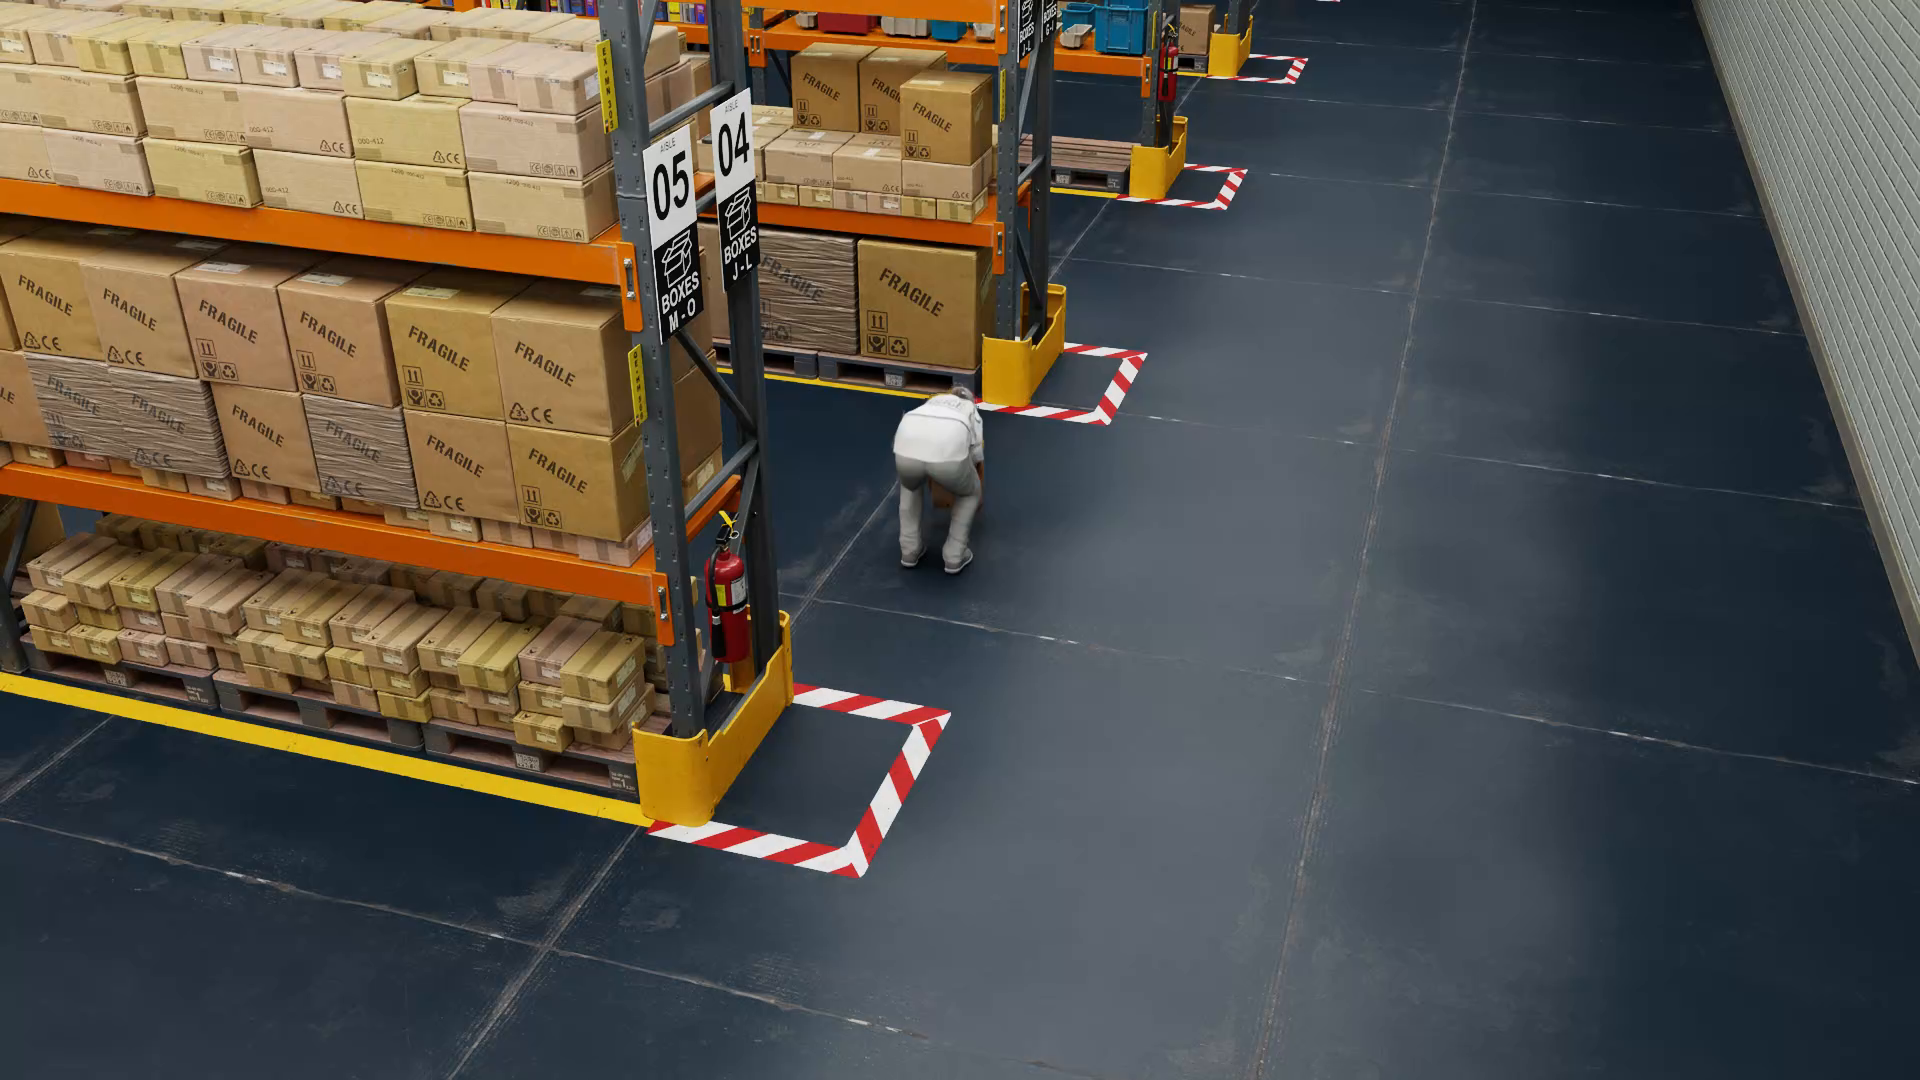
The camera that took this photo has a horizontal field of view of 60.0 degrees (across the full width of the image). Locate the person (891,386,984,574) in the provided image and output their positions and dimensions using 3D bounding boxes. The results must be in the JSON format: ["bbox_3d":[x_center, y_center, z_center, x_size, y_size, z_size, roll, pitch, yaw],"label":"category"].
[{"bbox_3d":[-0.096,-0.400,9.875,0.497,1.014,0.950,7,30,13],"label":"person"}]
